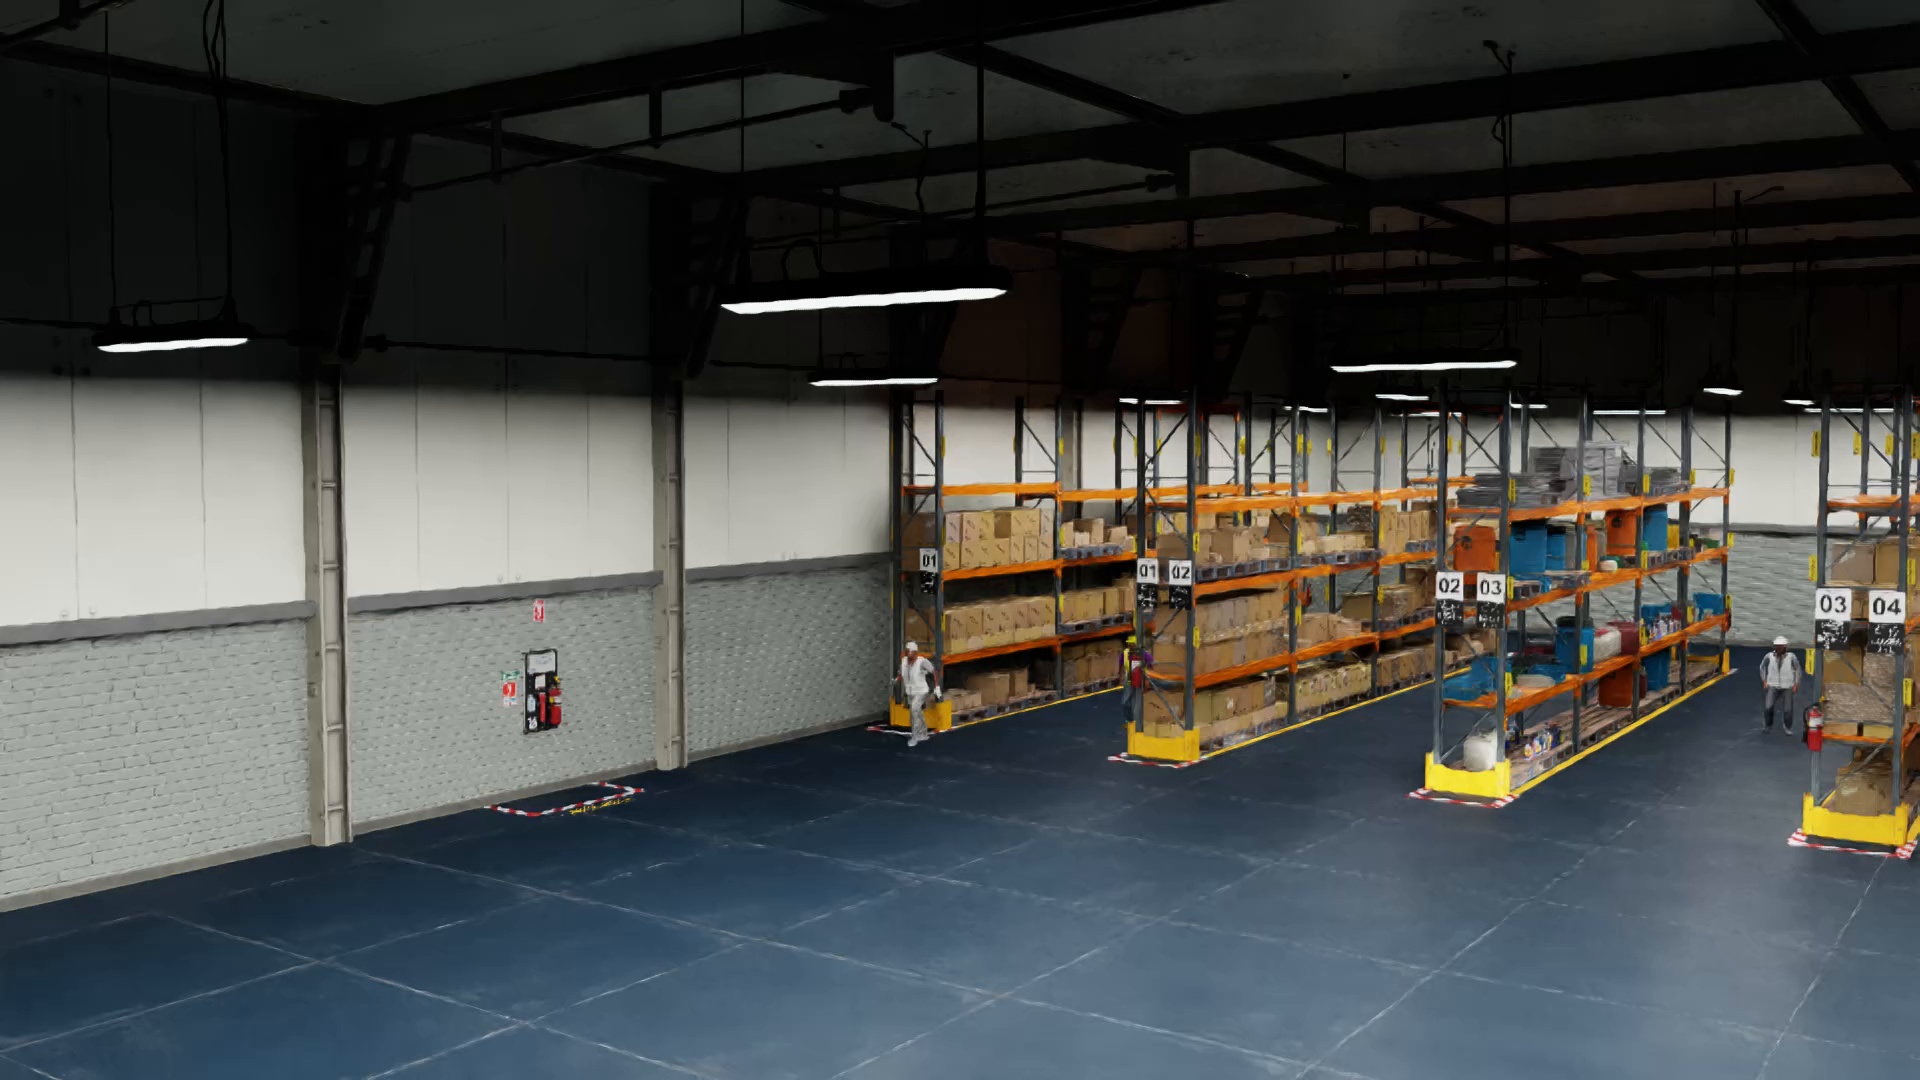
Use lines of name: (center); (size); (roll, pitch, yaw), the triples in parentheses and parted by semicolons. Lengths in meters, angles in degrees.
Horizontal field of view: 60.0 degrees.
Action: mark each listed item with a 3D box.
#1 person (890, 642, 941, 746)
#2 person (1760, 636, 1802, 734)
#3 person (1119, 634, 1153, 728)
person: (-0.751, 2.563, 28.013); (0.721, 1.715, 0.843); (3, 4, 40)
person: (14.265, 2.519, 28.919); (0.677, 1.726, 0.574); (2, 4, 34)
person: (3.088, 2.505, 29.281); (0.719, 1.714, 0.578); (2, 4, 33)
